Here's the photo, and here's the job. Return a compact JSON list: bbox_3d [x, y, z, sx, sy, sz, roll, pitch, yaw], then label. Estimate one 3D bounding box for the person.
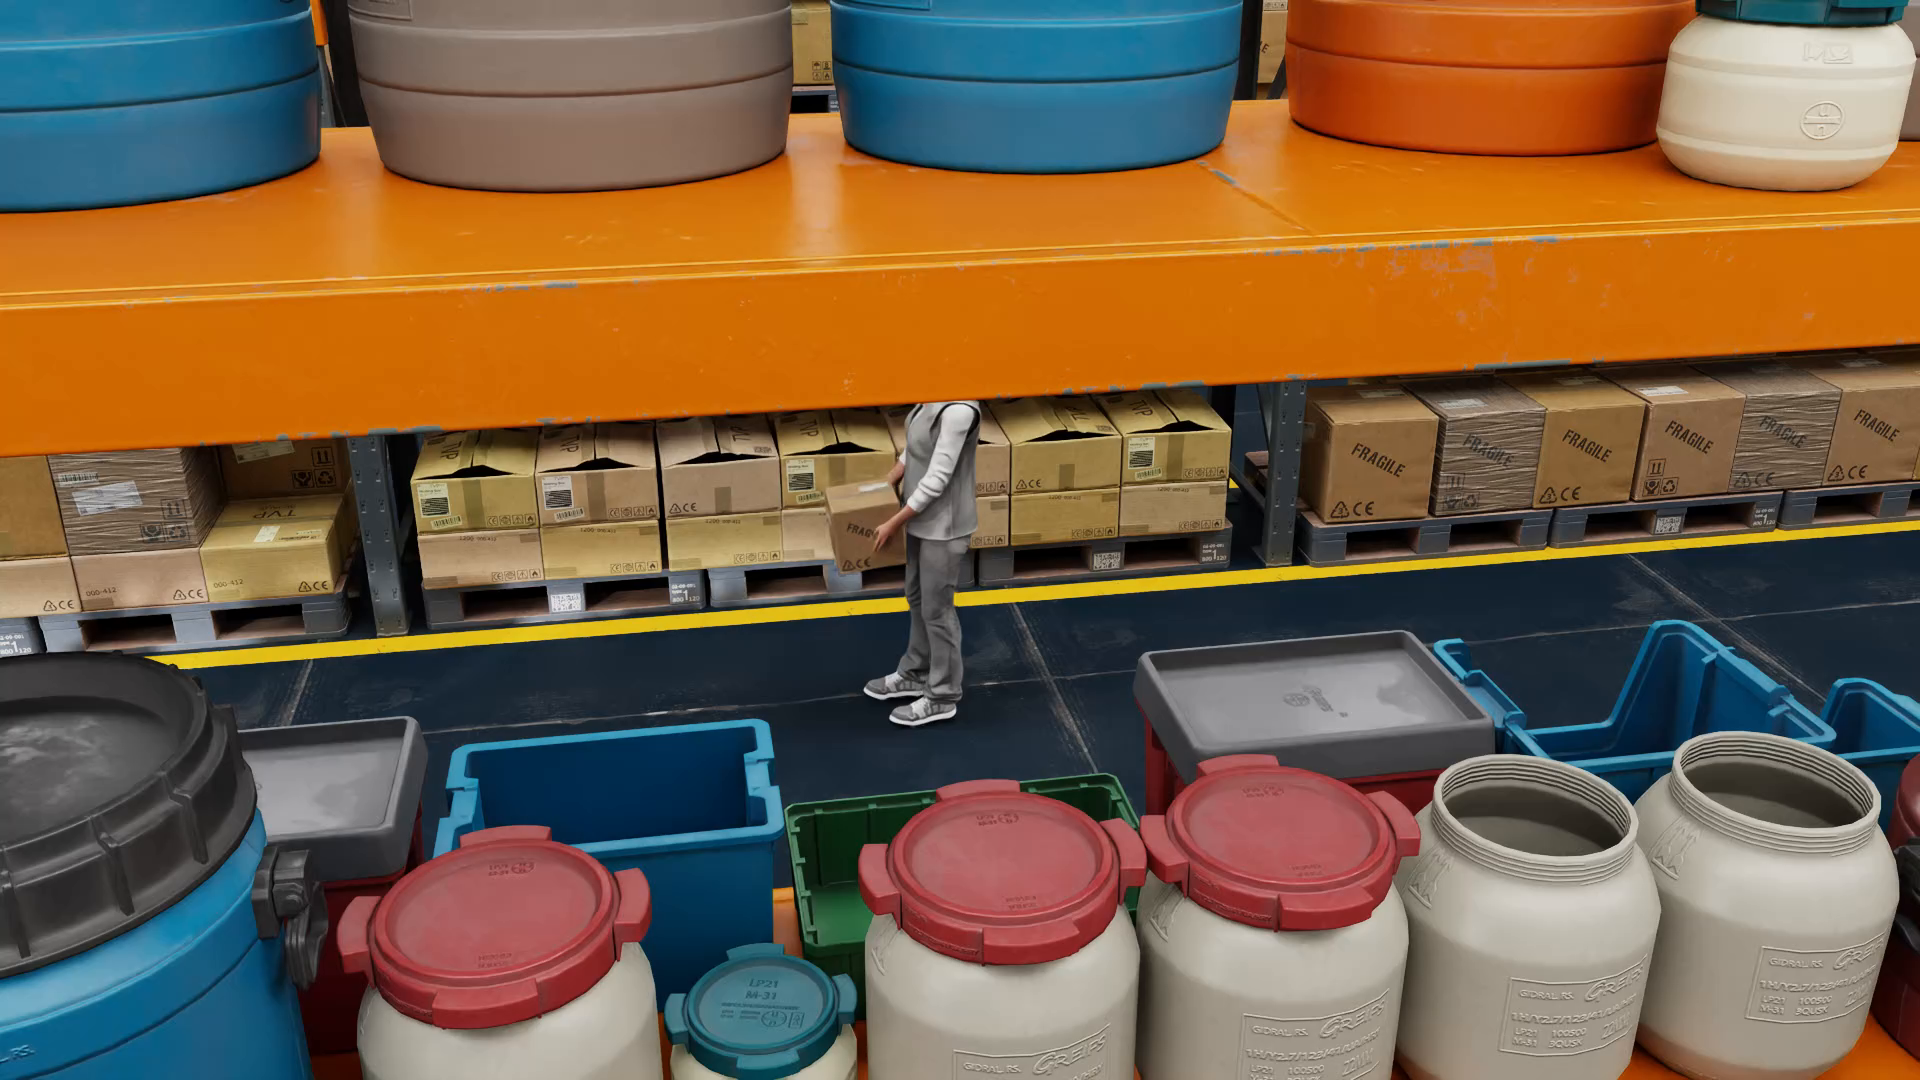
[{"bbox_3d":[-0.138,-0.051,6.218,0.444,1.600,0.456,-4,24,-9],"label":"person"}]
